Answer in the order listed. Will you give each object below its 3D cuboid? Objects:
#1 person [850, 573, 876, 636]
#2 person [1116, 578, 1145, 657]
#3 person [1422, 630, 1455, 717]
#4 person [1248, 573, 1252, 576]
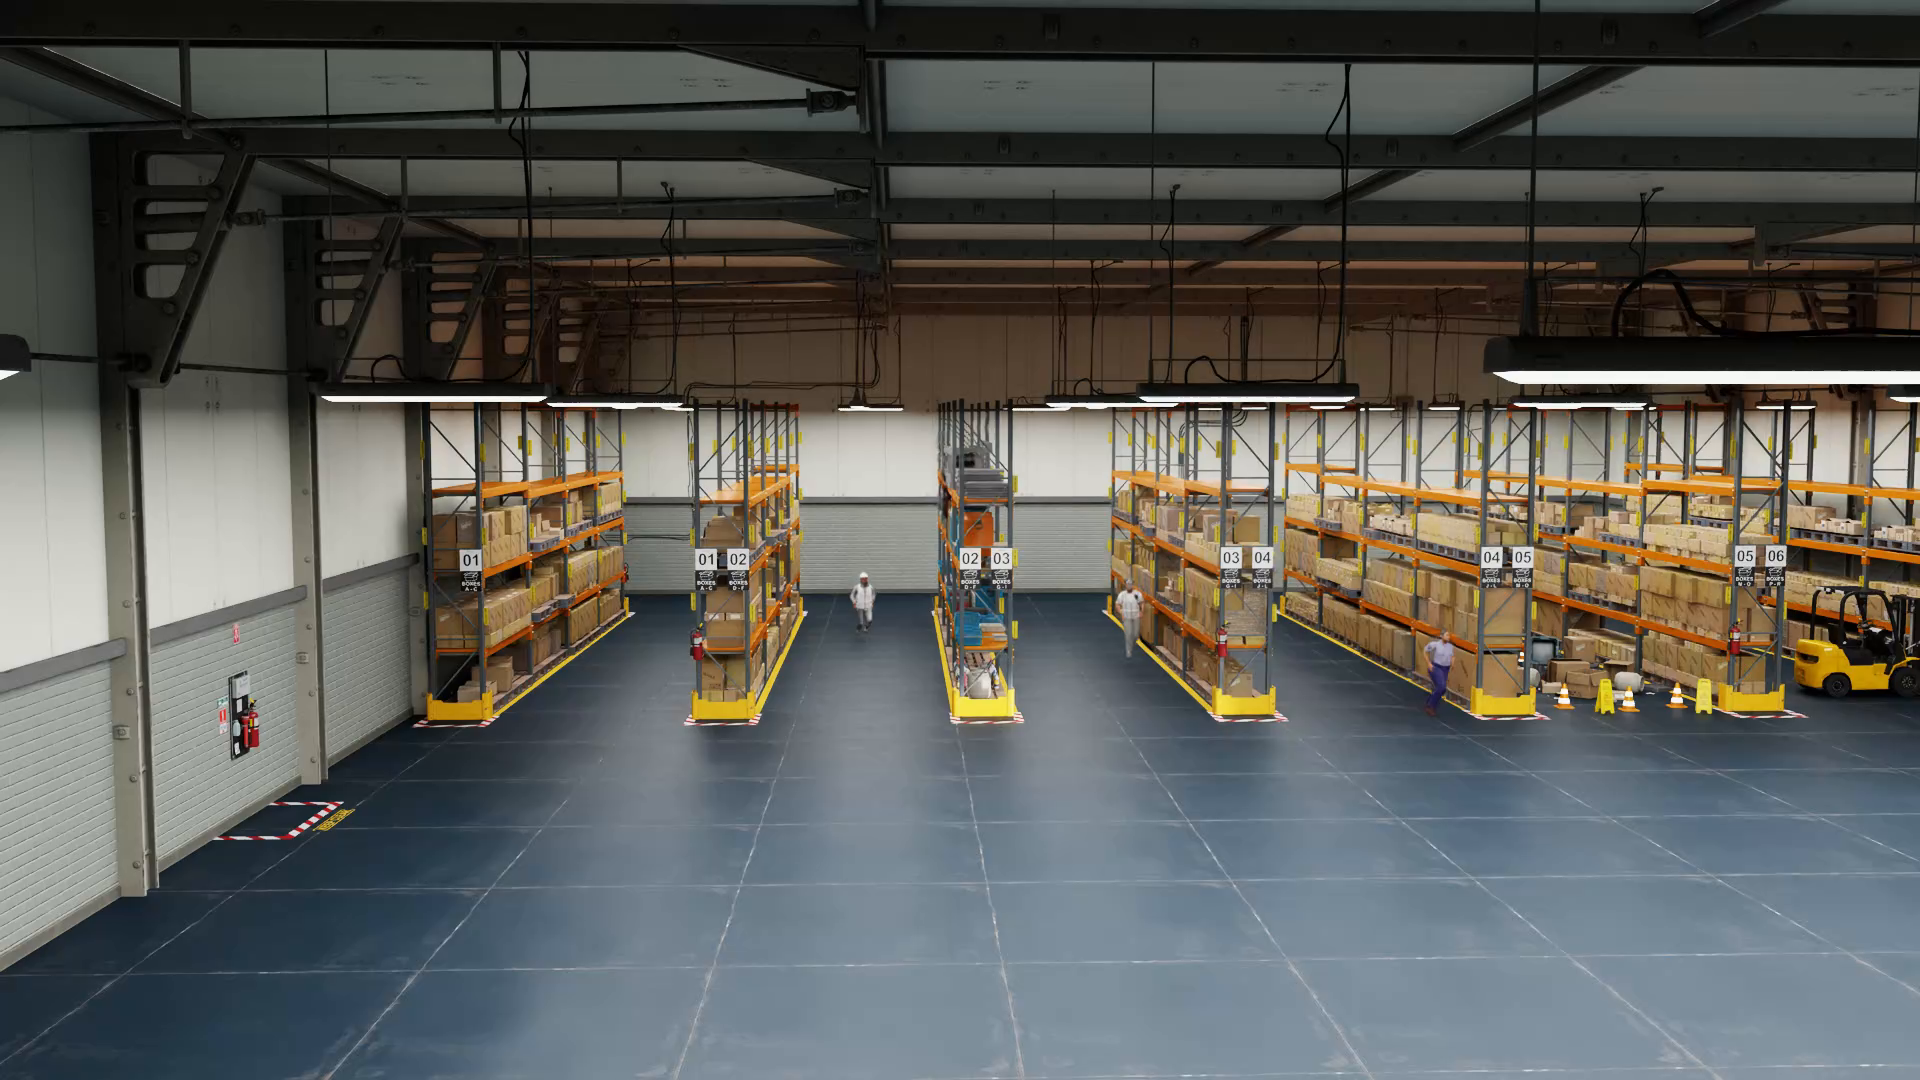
[{"bbox_3d":[-2.385,1.614,41.424,0.659,1.602,0.707,-1,5,-16],"label":"person"},{"bbox_3d":[3.825,1.736,37.288,0.661,1.771,0.488,0,4,-1],"label":"person"},{"bbox_3d":[9.123,2.532,31.608,0.636,1.640,0.624,-2,5,-29],"label":"person"},{"bbox_3d":[8.595,1.197,48.678,0.560,1.656,0.881,-4,6,-41],"label":"person"}]
